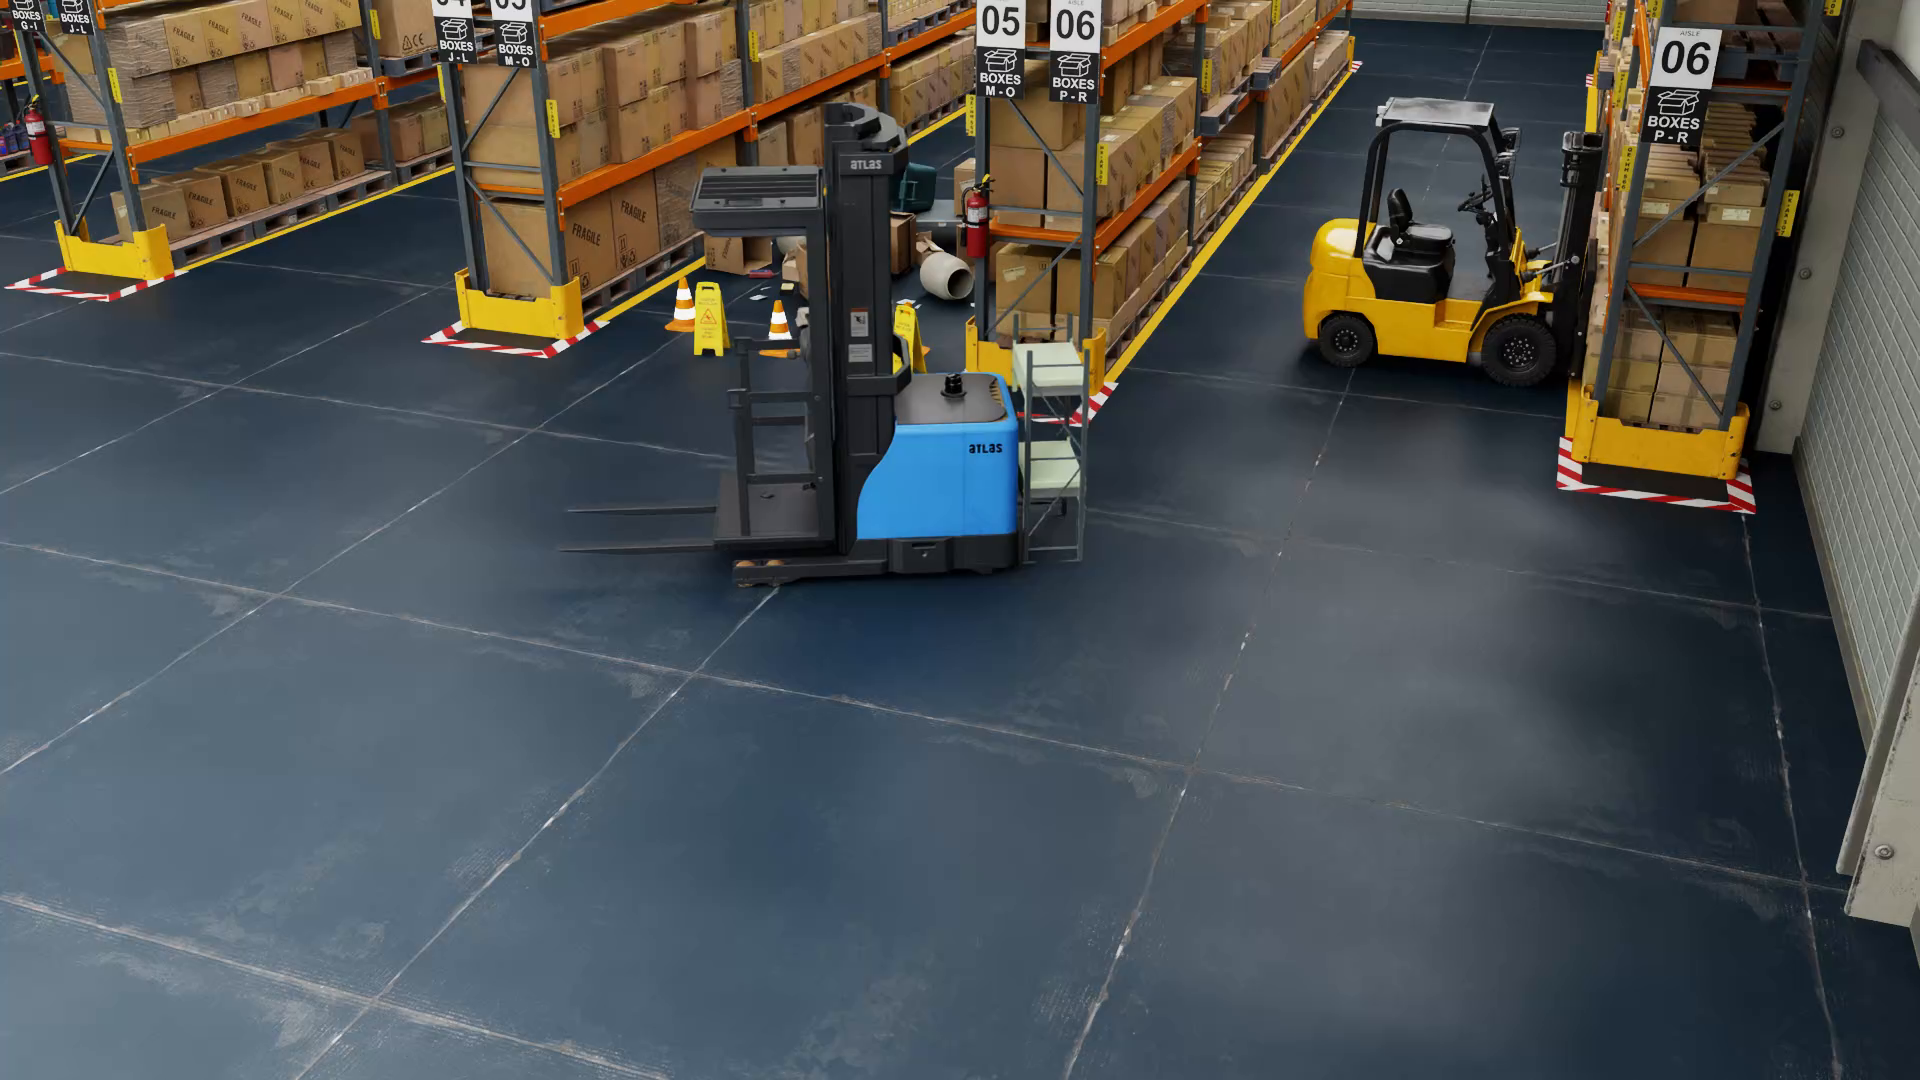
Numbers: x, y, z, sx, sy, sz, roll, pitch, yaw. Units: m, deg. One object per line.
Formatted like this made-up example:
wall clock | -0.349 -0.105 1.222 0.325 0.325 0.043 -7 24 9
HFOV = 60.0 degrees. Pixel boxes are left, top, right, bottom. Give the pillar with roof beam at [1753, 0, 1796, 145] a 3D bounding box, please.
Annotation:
pillar with roof beam | 4.314 -7.901 17.465 9.100 9.000 0.400 9 27 17

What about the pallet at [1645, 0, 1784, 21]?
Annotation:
pallet | 6.367 -4.555 14.099 1.003 0.211 1.213 9 27 17

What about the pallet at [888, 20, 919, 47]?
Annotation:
pallet | -1.289 -6.859 22.419 1.213 0.211 1.003 9 27 17

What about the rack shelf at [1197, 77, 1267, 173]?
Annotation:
rack shelf | 2.610 -4.815 18.803 1.077 0.370 4.000 9 27 17

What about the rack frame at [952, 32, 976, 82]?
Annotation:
rack frame | -0.095 -8.281 25.135 1.000 3.000 0.127 9 27 17

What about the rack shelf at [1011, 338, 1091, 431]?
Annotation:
rack shelf | 0.591 -1.037 10.998 0.431 0.370 0.720 -2 26 -5

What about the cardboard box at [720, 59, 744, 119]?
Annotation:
cardboard box | -2.869 -4.908 17.996 0.875 0.550 0.550 9 27 17

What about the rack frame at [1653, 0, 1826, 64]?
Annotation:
rack frame | 5.295 -4.655 10.762 1.000 3.000 0.127 9 27 17

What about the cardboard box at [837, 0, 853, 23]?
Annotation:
cardboard box | -1.752 -6.741 20.693 0.700 0.500 0.500 8 27 17

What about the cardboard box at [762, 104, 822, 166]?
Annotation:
cardboard box | -2.311 -4.834 20.115 1.050 0.750 0.750 9 27 17

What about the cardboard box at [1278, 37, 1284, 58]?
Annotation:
cardboard box | 3.830 -6.272 21.157 0.500 0.250 0.500 8 27 16

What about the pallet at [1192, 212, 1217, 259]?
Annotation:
pallet | 2.202 -3.382 18.217 1.003 0.211 1.213 9 27 17

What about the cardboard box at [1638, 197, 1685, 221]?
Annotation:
cardboard box | 5.147 -2.475 12.285 0.380 0.149 0.250 9 27 18

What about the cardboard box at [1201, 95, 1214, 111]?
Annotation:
cardboard box | 2.426 -4.575 17.286 0.380 0.149 0.250 9 27 18

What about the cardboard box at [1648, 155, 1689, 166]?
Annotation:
cardboard box | 5.330 -2.821 12.658 0.380 0.149 0.250 9 27 19

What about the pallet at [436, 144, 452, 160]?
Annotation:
pallet | -6.739 -5.323 22.224 1.003 0.211 1.213 9 27 17

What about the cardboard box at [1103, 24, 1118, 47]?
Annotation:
cardboard box | 1.030 -4.000 13.139 0.380 0.149 0.250 9 27 17

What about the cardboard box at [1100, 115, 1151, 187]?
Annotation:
cardboard box | 1.370 -3.430 14.659 0.500 0.500 0.500 8 27 16

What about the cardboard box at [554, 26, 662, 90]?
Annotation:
cardboard box | -3.464 -4.737 16.403 0.875 0.550 0.500 9 27 17

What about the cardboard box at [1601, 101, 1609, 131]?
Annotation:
cardboard box | 8.577 -5.360 21.488 0.500 0.500 0.500 8 27 16

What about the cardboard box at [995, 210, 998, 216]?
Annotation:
cardboard box | 0.516 -2.865 14.238 0.380 0.149 0.250 8 27 17

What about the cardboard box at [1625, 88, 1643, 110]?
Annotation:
cardboard box | 6.241 -3.982 15.055 0.380 0.149 0.250 9 27 18

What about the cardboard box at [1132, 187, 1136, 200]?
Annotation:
cardboard box | 1.339 -3.082 14.685 0.380 0.149 0.250 9 27 19

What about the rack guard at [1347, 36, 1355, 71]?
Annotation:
rack guard | 5.946 -8.133 27.698 1.175 0.500 0.348 9 27 17

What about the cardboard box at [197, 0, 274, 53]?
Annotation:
cardboard box | -7.793 -5.543 17.875 0.500 0.500 0.500 9 27 17

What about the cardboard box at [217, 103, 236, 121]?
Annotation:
cardboard box | -8.002 -4.595 17.810 0.380 0.149 0.250 9 27 17

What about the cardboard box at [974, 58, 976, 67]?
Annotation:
cardboard box | 0.328 -7.423 25.812 0.380 0.149 0.250 10 28 20

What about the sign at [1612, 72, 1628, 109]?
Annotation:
sign | 6.112 -4.159 15.384 0.100 0.325 0.005 9 27 17

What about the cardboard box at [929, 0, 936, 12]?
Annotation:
cardboard box | -0.560 -7.520 23.369 0.380 0.149 0.250 8 27 16

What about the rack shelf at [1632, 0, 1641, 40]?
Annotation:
rack shelf | 7.292 -5.447 16.665 1.077 0.370 4.000 9 27 17

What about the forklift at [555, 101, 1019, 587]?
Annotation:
forklift | -1.155 -1.252 10.697 3.031 2.935 1.130 -2 26 -4

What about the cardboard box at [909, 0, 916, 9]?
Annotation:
cardboard box | -0.818 -7.342 22.661 0.380 0.149 0.250 9 27 18

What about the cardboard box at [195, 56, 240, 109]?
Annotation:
cardboard box | -8.263 -4.934 17.765 0.875 0.500 0.500 9 27 17

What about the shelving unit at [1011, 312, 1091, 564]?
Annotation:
shelving unit | 0.591 -0.685 11.168 0.431 1.500 0.755 -2 26 -5

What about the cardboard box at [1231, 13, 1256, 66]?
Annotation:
cardboard box | 3.058 -5.680 18.825 0.500 0.500 0.500 7 27 14

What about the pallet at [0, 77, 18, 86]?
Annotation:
pallet | -15.721 -7.249 26.202 1.003 0.211 1.213 9 27 17

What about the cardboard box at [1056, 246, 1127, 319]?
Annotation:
cardboard box | 1.150 -2.264 14.520 0.500 0.500 0.500 8 27 16

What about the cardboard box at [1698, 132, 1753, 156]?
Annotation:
cardboard box | 6.150 -3.165 13.367 0.380 0.149 0.250 9 27 18

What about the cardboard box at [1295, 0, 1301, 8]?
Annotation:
cardboard box | 4.184 -7.246 21.735 0.500 0.500 0.500 9 27 18

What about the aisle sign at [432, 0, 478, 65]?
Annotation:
aisle sign | -4.395 -4.534 14.413 0.394 0.787 0.004 9 27 17

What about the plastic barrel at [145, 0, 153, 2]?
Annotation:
plastic barrel | -11.158 -7.374 23.107 0.433 0.535 0.433 0 26 0

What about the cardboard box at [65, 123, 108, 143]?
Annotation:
cardboard box | -8.832 -4.145 16.880 0.380 0.149 0.250 9 27 17

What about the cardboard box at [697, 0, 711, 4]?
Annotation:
cardboard box | -4.443 -8.534 27.614 0.875 0.875 0.875 9 27 17

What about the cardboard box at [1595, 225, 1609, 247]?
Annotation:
cardboard box | 5.990 -2.638 15.007 0.500 0.250 0.500 9 27 18

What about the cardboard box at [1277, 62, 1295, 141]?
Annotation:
cardboard box | 3.885 -5.832 22.032 0.875 0.875 0.875 9 27 18

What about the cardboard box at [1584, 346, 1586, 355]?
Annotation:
cardboard box | 5.655 -1.770 14.360 0.500 0.250 0.500 10 27 19

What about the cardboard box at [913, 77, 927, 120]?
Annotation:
cardboard box | -0.786 -6.162 23.145 0.500 0.500 0.500 9 27 18

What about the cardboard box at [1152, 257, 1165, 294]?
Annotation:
cardboard box | 1.660 -2.558 15.988 0.500 0.250 0.500 9 27 18

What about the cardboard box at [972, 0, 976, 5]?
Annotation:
cardboard box | 0.308 -8.237 25.332 0.380 0.149 0.250 10 28 19

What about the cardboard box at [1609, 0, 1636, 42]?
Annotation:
cardboard box | 8.483 -6.419 20.692 0.700 0.500 0.500 9 27 17

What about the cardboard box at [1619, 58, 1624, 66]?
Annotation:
cardboard box | 7.412 -5.048 18.055 0.500 0.250 0.500 10 27 19

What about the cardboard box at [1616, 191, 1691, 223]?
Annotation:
cardboard box | 5.393 -2.452 12.982 0.500 0.500 0.500 10 27 19
